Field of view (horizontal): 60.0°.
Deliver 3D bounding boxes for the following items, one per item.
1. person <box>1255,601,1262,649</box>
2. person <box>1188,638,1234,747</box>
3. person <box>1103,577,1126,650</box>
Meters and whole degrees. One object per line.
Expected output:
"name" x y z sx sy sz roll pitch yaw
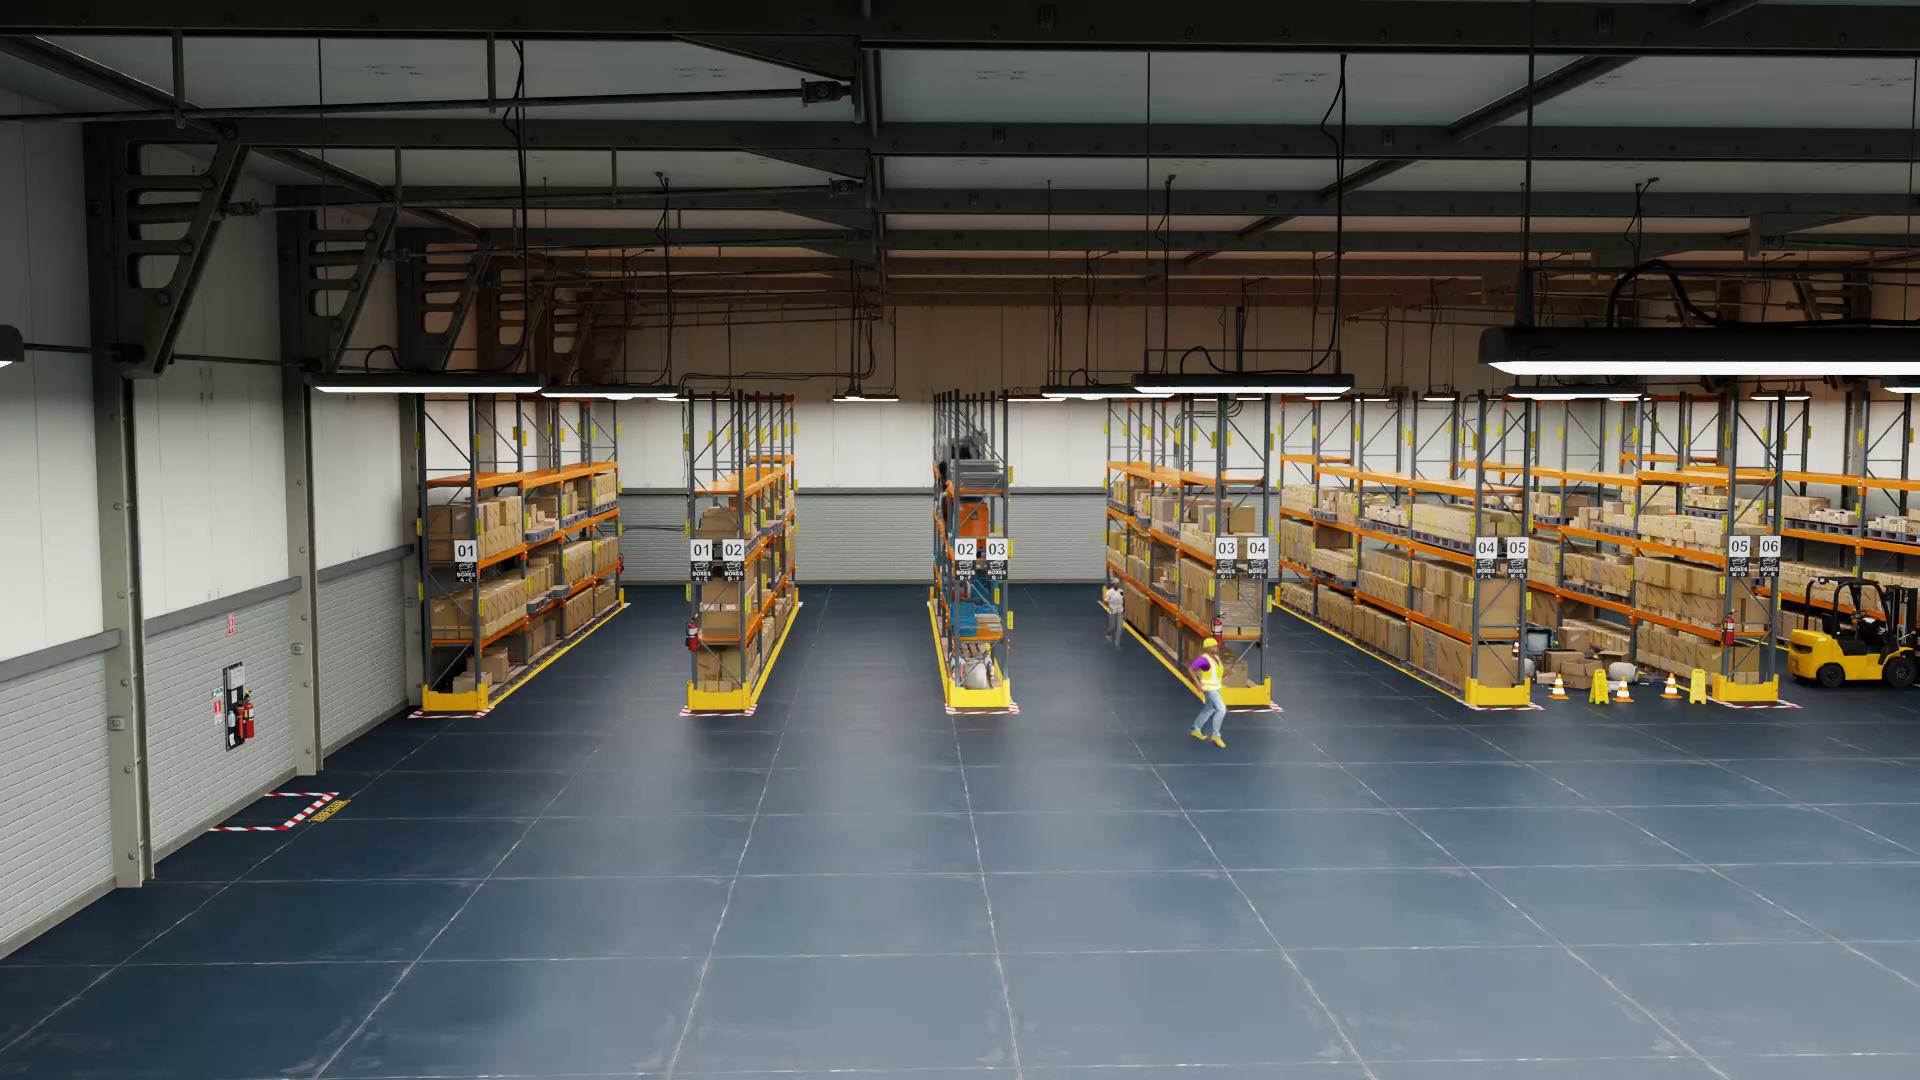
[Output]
"person" 6.981 1.722 39.317 0.608 1.628 0.760 -1 5 -12
"person" 4.230 2.556 28.020 0.765 1.820 0.677 2 5 27
"person" 3.655 1.707 39.138 0.579 1.682 0.764 -1 5 -13
